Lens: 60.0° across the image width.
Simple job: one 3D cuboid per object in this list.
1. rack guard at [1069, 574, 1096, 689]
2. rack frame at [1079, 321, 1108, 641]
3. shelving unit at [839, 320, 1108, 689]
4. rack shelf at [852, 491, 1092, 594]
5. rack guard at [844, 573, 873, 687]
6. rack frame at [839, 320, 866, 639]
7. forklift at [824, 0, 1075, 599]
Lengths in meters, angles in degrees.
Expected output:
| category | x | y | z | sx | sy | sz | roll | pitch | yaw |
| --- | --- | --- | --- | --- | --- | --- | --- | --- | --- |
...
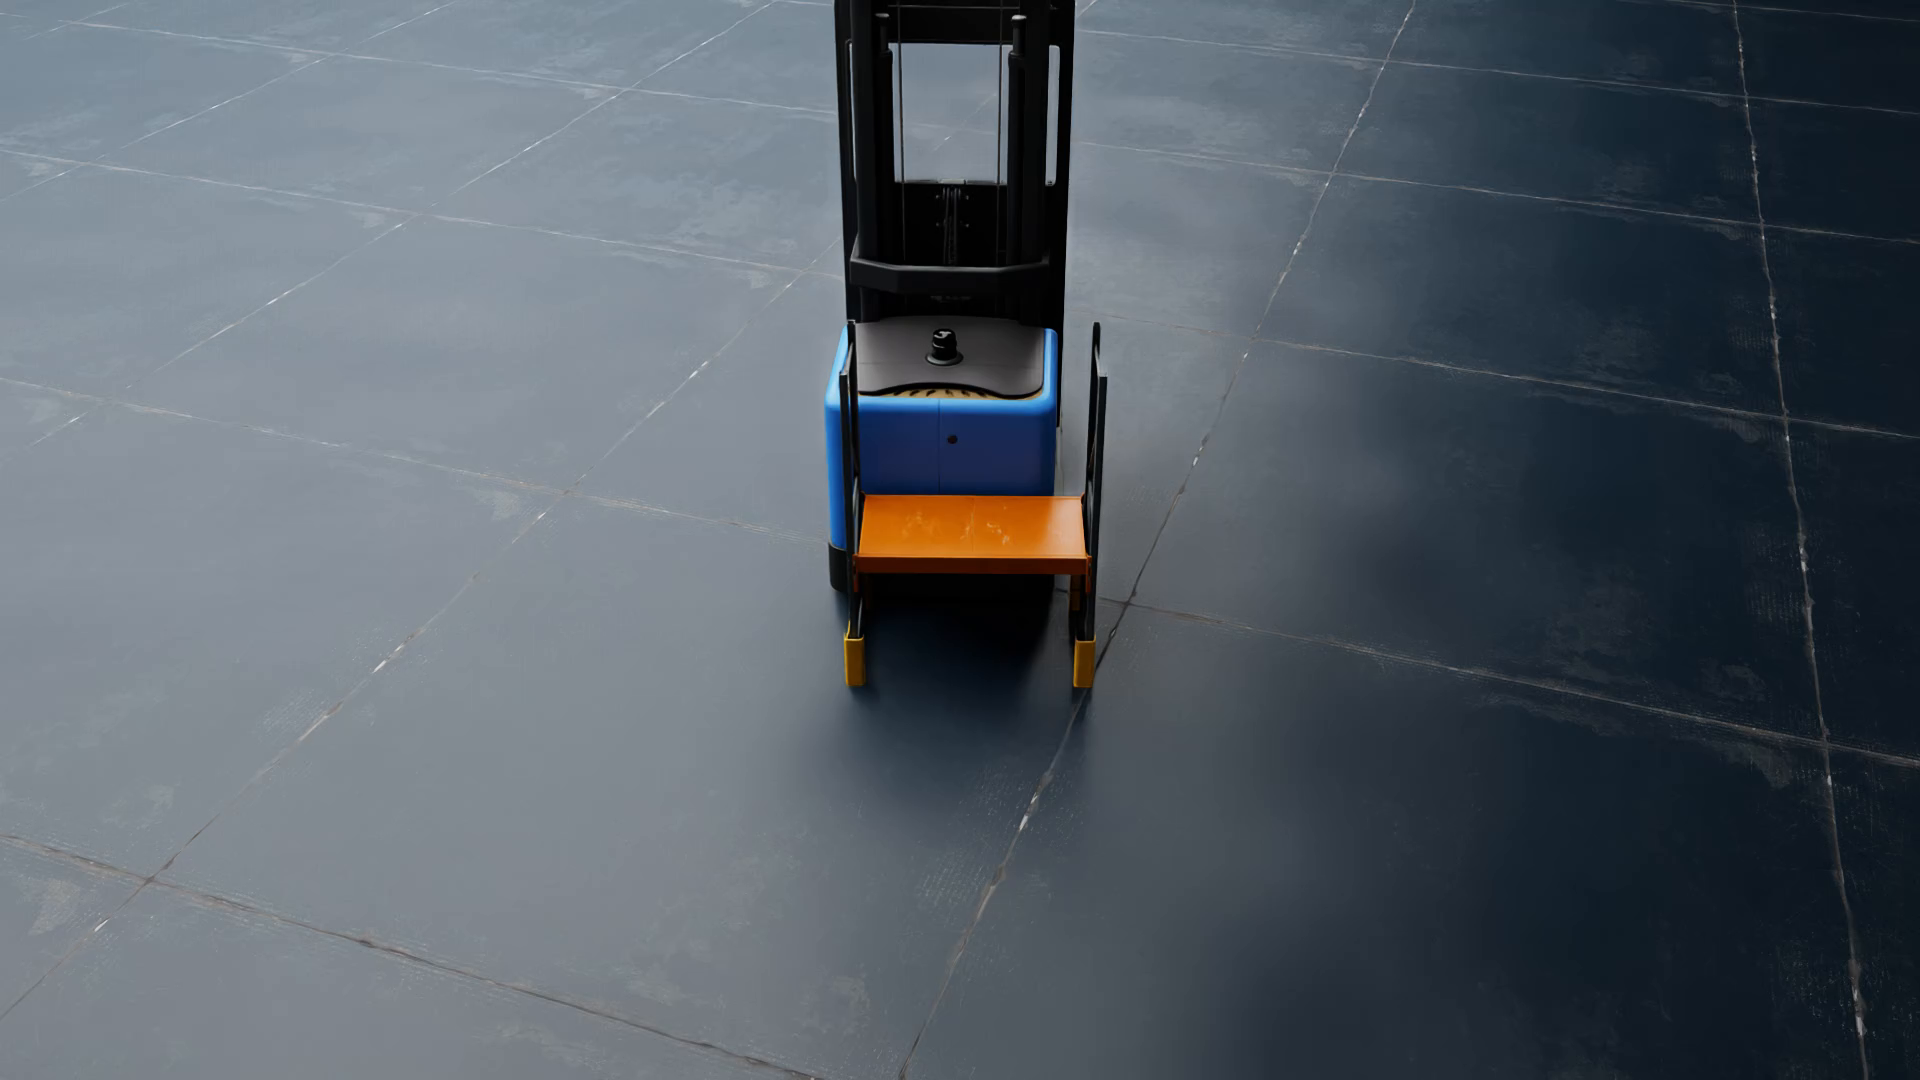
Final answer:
| category | x | y | z | sx | sy | sz | roll | pitch | yaw |
| --- | --- | --- | --- | --- | --- | --- | --- | --- | --- |
| rack guard | 0.543 | 0.384 | 7.425 | 0.087 | 0.250 | 0.587 | 0 | 33 | 1 |
| rack frame | 0.562 | -0.141 | 7.086 | 0.032 | 1.500 | 0.500 | 0 | 33 | 1 |
| shelving unit | 0.045 | -0.145 | 7.092 | 1.083 | 1.500 | 0.587 | 0 | 33 | 1 |
| rack shelf | 0.054 | 0.006 | 7.190 | 1.000 | 0.185 | 0.538 | 0 | 33 | 1 |
| rack guard | -0.453 | 0.376 | 7.437 | 0.087 | 0.250 | 0.587 | 0 | 33 | 1 |
| rack frame | -0.454 | -0.149 | 7.098 | 0.032 | 1.500 | 0.500 | 0 | 33 | 1 |
| forklift | -0.010 | -1.728 | 8.224 | 1.130 | 2.935 | 3.031 | 2 | 33 | 3 |
